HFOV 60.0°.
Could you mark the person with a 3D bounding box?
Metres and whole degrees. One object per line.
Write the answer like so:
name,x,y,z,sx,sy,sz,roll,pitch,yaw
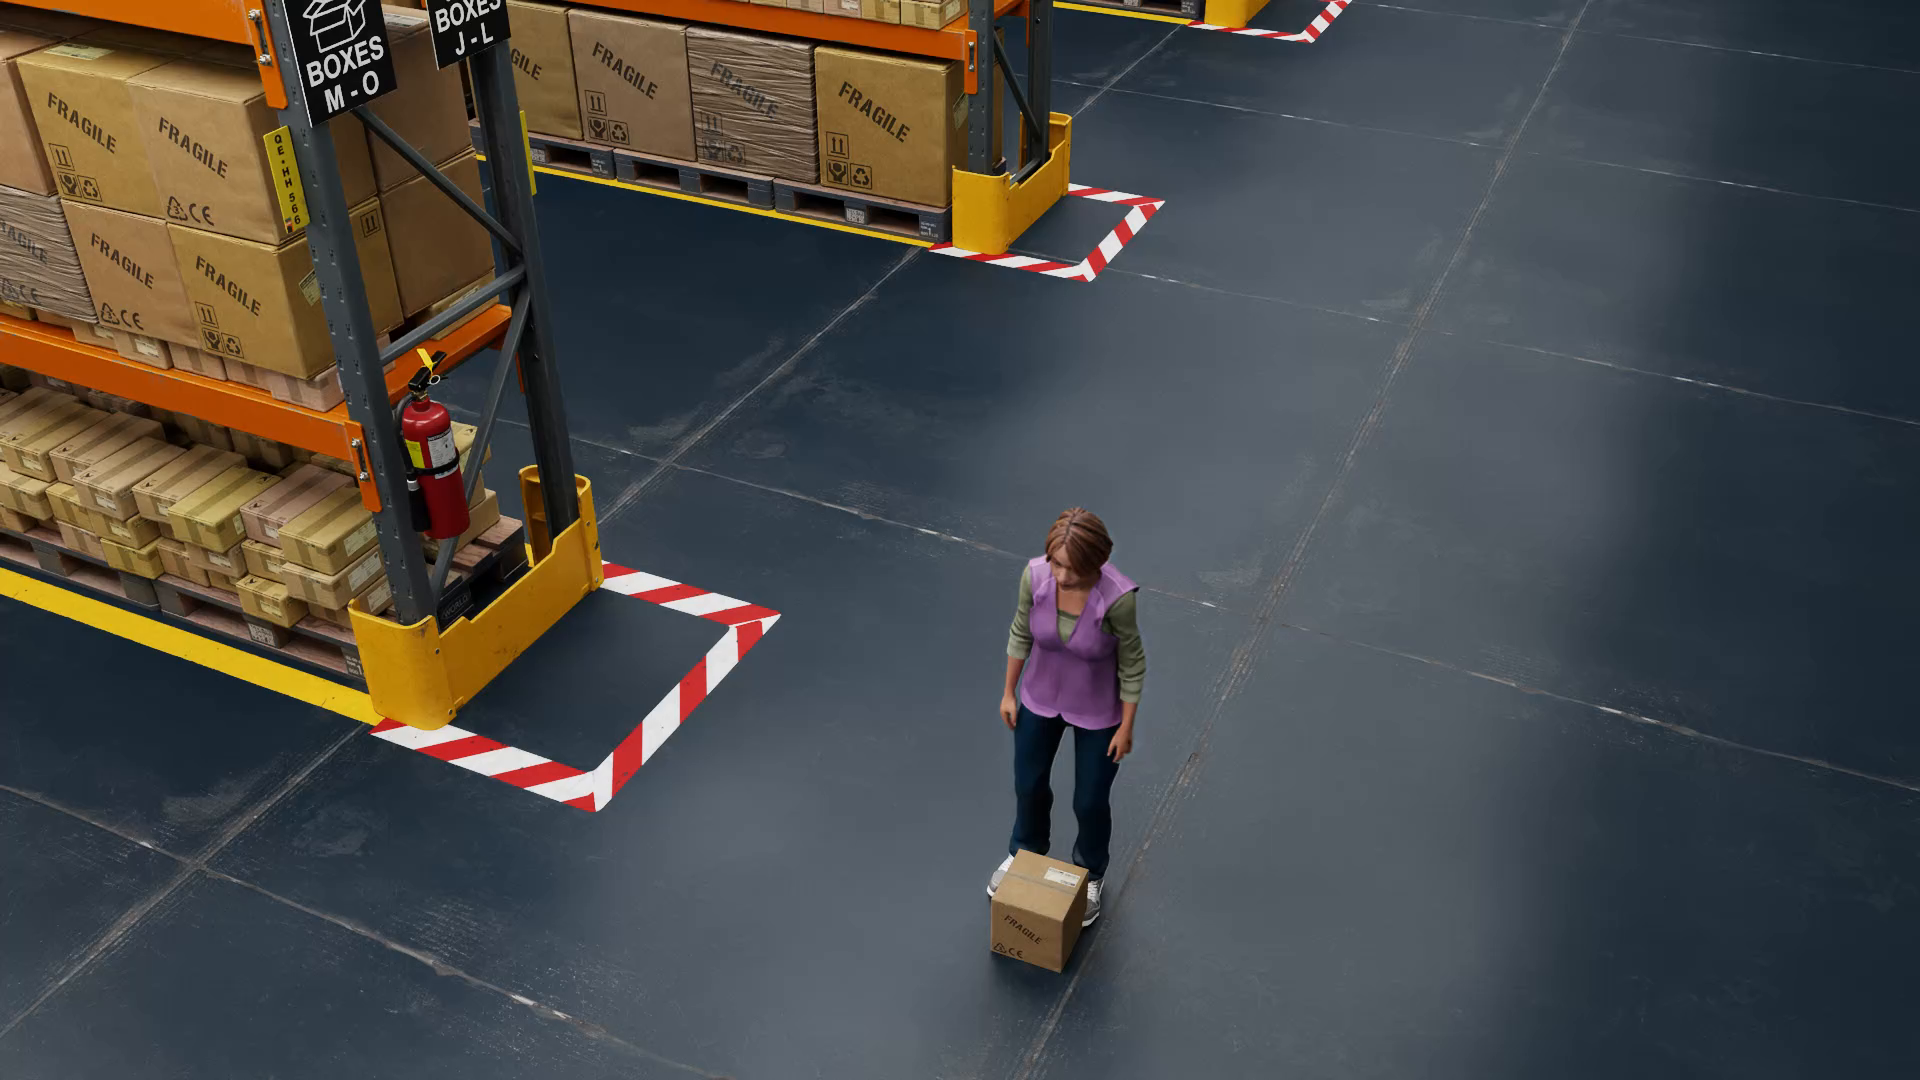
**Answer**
person,0.356,0.550,5.341,0.462,1.594,0.344,15,37,20
